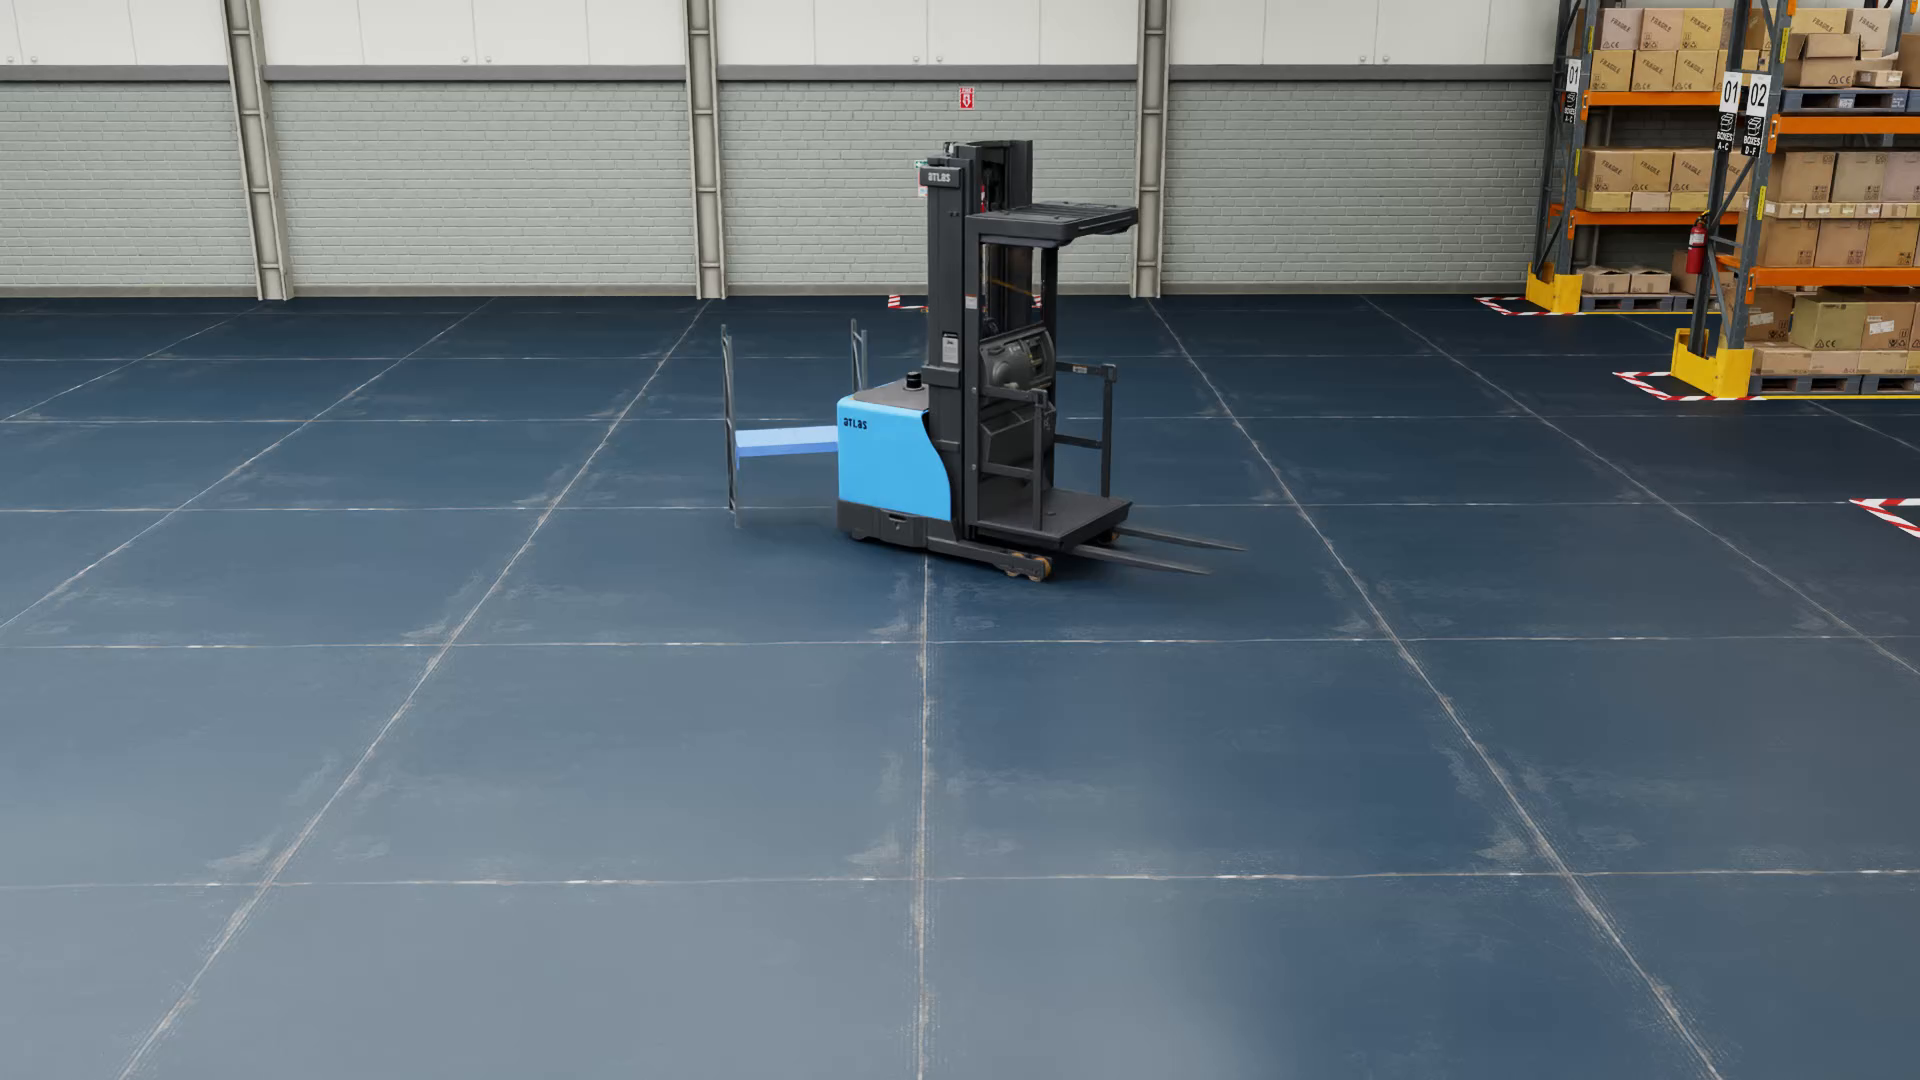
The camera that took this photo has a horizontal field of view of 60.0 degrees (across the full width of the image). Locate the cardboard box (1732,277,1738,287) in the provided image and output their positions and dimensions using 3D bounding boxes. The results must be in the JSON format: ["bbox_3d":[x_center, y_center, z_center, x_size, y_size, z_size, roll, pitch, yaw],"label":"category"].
[{"bbox_3d":[10.284,-3.453,22.349,0.250,0.149,0.380,-2,18,-5],"label":"cardboard box"}]

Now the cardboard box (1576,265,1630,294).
[{"bbox_3d":[8.577,-3.489,22.194,0.500,0.311,0.500,-2,18,-7],"label":"cardboard box"}]

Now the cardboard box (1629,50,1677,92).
[{"bbox_3d":[8.760,-5.986,21.190,0.500,0.500,0.500,1,18,3],"label":"cardboard box"}]

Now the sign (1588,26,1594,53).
[{"bbox_3d":[7.892,-6.262,20.817,0.005,0.325,0.100,0,18,-1],"label":"sign"}]

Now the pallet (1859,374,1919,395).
[{"bbox_3d":[9.947,-1.764,17.702,1.213,0.211,1.003,0,18,-1],"label":"pallet"}]

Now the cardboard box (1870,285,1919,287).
[{"bbox_3d":[12.619,-3.631,22.327,0.500,0.500,0.700,0,18,1],"label":"cardboard box"}]

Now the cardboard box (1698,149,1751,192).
[{"bbox_3d":[9.893,-4.795,21.571,0.500,0.500,0.500,0,18,1],"label":"cardboard box"}]

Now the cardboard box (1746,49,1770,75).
[{"bbox_3d":[10.323,-5.998,21.226,0.500,0.500,0.500,-1,18,-3],"label":"cardboard box"}]

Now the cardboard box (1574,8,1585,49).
[{"bbox_3d":[8.311,-6.627,21.552,0.500,0.500,0.500,1,18,2],"label":"cardboard box"}]

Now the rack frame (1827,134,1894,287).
[{"bbox_3d":[11.883,-4.603,21.986,0.127,3.000,1.000,0,18,-1],"label":"rack frame"}]

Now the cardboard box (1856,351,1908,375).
[{"bbox_3d":[9.505,-1.902,17.380,0.500,0.250,0.500,0,18,-1],"label":"cardboard box"}]

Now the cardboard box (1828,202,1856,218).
[{"bbox_3d":[8.875,-3.366,16.905,0.250,0.149,0.380,0,18,-1],"label":"cardboard box"}]

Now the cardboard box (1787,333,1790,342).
[{"bbox_3d":[8.997,-2.060,17.873,0.500,0.250,0.500,0,18,-1],"label":"cardboard box"}]

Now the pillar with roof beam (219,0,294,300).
[{"bbox_3d":[-9.360,-6.306,17.474,0.400,9.000,9.100,0,18,-1],"label":"pillar with roof beam"}]

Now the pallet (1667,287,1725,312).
[{"bbox_3d":[9.989,-3.254,22.347,1.213,0.211,1.003,0,18,-1],"label":"pallet"}]

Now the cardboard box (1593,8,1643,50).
[{"bbox_3d":[8.273,-6.473,21.071,0.500,0.500,0.500,-2,18,-5],"label":"cardboard box"}]

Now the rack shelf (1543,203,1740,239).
[{"bbox_3d":[9.884,-4.251,22.066,4.000,0.370,1.077,0,18,-1],"label":"rack shelf"}]

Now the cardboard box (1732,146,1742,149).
[{"bbox_3d":[10.394,-4.958,22.076,0.500,0.500,0.500,0,18,1],"label":"cardboard box"}]

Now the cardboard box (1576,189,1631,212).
[{"bbox_3d":[8.377,-4.427,21.650,0.500,0.250,0.500,-1,18,-2],"label":"cardboard box"}]

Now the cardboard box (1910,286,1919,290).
[{"bbox_3d":[10.497,-2.426,17.787,0.500,0.500,0.500,0,18,-1],"label":"cardboard box"}]

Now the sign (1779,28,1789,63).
[{"bbox_3d":[7.968,-4.783,16.077,0.005,0.325,0.100,0,18,-1],"label":"sign"}]

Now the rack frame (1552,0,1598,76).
[{"bbox_3d":[7.884,-7.440,21.009,0.127,3.000,1.000,0,18,-1],"label":"rack frame"}]

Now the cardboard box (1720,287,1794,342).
[{"bbox_3d":[8.497,-2.412,17.742,0.500,0.500,0.500,0,18,-1],"label":"cardboard box"}]

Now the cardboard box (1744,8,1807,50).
[{"bbox_3d":[10.317,-6.468,21.055,0.500,0.500,0.500,-1,18,-3],"label":"cardboard box"}]

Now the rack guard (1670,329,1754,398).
[{"bbox_3d":[7.942,-1.880,17.591,0.348,0.500,1.175,0,18,-1],"label":"rack guard"}]

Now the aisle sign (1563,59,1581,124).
[{"bbox_3d":[7.817,-5.730,21.242,0.004,0.787,0.394,0,18,-1],"label":"aisle sign"}]

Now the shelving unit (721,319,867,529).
[{"bbox_3d":[-1.275,-0.910,12.931,1.048,1.500,0.538,-4,18,-13],"label":"shelving unit"}]

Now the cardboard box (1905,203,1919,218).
[{"bbox_3d":[9.649,-3.370,16.917,0.250,0.149,0.380,-1,18,-2],"label":"cardboard box"}]

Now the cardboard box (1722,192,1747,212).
[{"bbox_3d":[9.911,-4.436,21.679,0.500,0.250,0.500,0,18,0],"label":"cardboard box"}]

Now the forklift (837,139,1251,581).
[{"bbox_3d":[0.587,-1.292,11.776,3.031,2.935,1.130,11,21,31],"label":"forklift"}]

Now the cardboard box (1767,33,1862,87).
[{"bbox_3d":[8.540,-4.816,16.654,0.637,0.503,0.797,1,18,3],"label":"cardboard box"}]

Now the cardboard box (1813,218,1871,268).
[{"bbox_3d":[8.958,-3.121,17.201,0.500,0.500,0.700,0,18,1],"label":"cardboard box"}]

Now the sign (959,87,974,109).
[{"bbox_3d":[0.090,-5.956,22.409,0.199,0.298,0.001,0,18,-1],"label":"sign"}]

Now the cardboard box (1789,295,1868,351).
[{"bbox_3d":[9.005,-2.256,17.256,0.500,0.500,0.500,0,18,-1],"label":"cardboard box"}]

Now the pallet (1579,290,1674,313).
[{"bbox_3d":[8.773,-3.249,22.331,1.213,0.211,1.003,0,18,-1],"label":"pallet"}]

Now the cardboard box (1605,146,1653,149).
[{"bbox_3d":[8.855,-4.945,22.039,0.500,0.500,0.500,0,18,0],"label":"cardboard box"}]

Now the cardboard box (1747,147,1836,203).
[{"bbox_3d":[8.486,-3.735,16.992,0.500,0.500,0.700,0,18,-1],"label":"cardboard box"}]

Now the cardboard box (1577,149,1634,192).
[{"bbox_3d":[8.366,-4.789,21.552,0.500,0.500,0.500,0,18,-1],"label":"cardboard box"}]

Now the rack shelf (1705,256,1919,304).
[{"bbox_3d":[9.965,-2.738,17.349,4.000,0.370,1.077,0,18,-1],"label":"rack shelf"}]

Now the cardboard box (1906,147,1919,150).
[{"bbox_3d":[10.016,-3.744,17.021,0.500,0.500,0.700,0,18,-1],"label":"cardboard box"}]

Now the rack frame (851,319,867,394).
[{"bbox_3d":[-0.780,-0.946,13.042,0.032,1.500,0.500,-4,18,-13],"label":"rack frame"}]
